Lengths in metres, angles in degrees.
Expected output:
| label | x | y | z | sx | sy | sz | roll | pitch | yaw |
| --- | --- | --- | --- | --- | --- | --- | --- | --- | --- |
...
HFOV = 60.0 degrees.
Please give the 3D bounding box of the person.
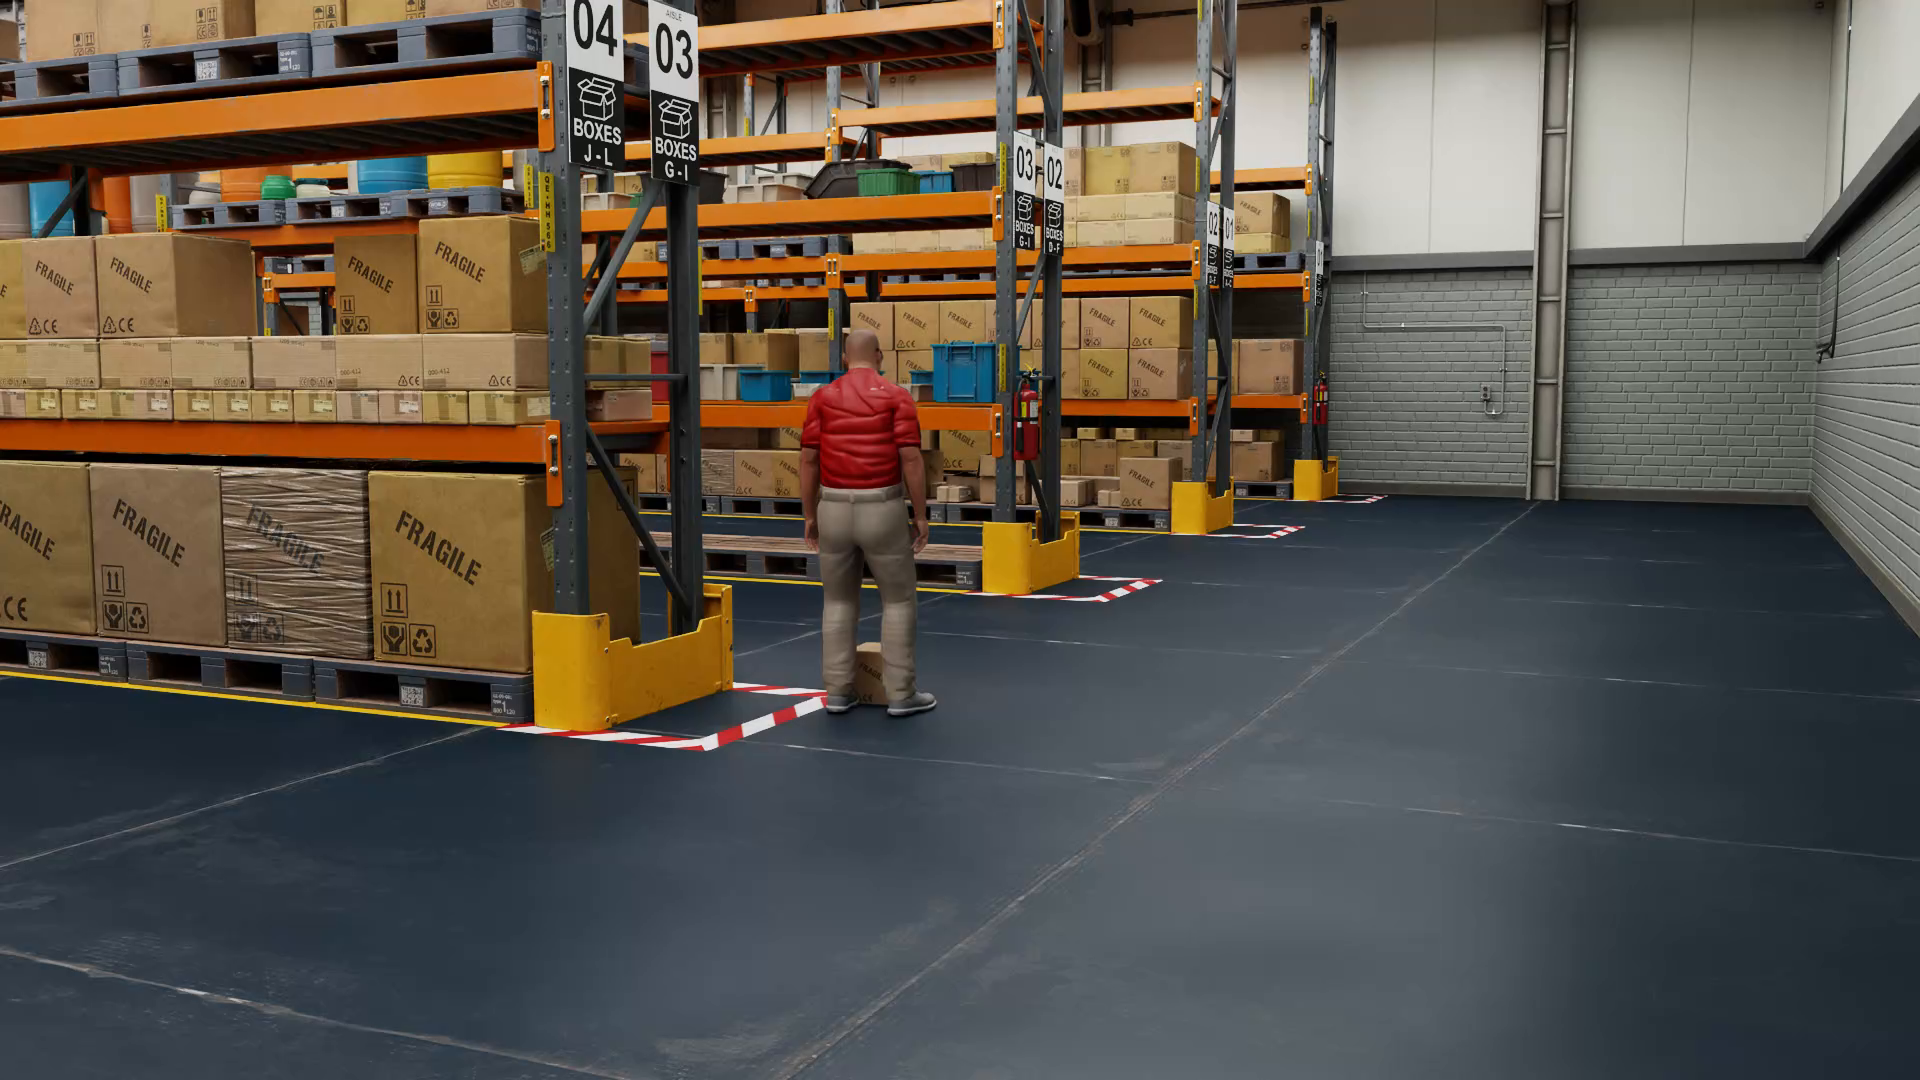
| label | x | y | z | sx | sy | sz | roll | pitch | yaw |
| --- | --- | --- | --- | --- | --- | --- | --- | --- | --- |
| person | -0.425 | -0.084 | 7.479 | 0.591 | 1.725 | 0.392 | 1 | 6 | 14 |
